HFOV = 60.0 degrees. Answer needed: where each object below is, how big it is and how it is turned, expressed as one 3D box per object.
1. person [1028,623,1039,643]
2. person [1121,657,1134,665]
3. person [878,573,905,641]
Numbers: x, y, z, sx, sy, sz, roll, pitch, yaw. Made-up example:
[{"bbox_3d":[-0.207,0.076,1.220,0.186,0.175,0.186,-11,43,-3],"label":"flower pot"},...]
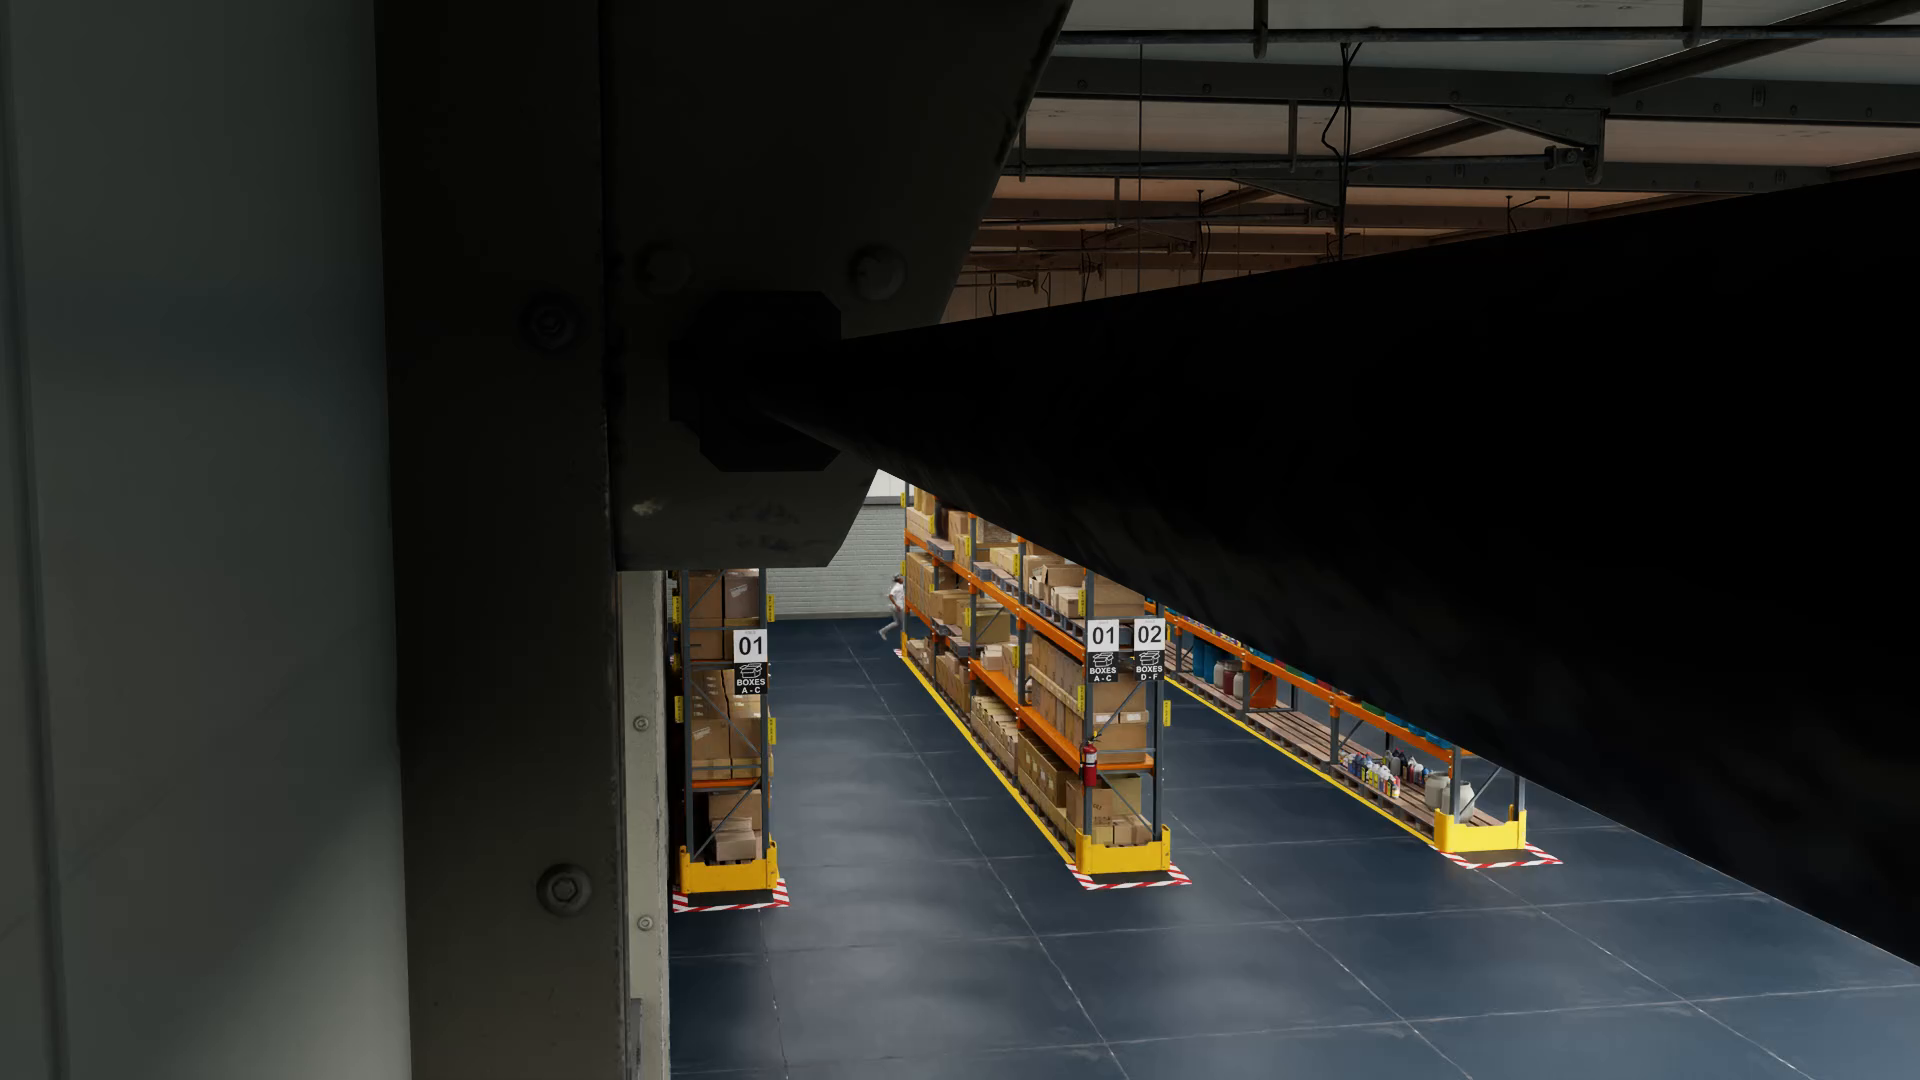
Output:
[{"bbox_3d":[1.618,2.051,34.908,0.542,1.379,0.955,-2,6,-17],"label":"person"},{"bbox_3d":[2.613,2.556,28.171,0.842,1.680,0.771,1,6,12],"label":"person"},{"bbox_3d":[-1.440,1.555,37.892,0.858,1.674,0.563,-1,6,-5],"label":"person"}]
